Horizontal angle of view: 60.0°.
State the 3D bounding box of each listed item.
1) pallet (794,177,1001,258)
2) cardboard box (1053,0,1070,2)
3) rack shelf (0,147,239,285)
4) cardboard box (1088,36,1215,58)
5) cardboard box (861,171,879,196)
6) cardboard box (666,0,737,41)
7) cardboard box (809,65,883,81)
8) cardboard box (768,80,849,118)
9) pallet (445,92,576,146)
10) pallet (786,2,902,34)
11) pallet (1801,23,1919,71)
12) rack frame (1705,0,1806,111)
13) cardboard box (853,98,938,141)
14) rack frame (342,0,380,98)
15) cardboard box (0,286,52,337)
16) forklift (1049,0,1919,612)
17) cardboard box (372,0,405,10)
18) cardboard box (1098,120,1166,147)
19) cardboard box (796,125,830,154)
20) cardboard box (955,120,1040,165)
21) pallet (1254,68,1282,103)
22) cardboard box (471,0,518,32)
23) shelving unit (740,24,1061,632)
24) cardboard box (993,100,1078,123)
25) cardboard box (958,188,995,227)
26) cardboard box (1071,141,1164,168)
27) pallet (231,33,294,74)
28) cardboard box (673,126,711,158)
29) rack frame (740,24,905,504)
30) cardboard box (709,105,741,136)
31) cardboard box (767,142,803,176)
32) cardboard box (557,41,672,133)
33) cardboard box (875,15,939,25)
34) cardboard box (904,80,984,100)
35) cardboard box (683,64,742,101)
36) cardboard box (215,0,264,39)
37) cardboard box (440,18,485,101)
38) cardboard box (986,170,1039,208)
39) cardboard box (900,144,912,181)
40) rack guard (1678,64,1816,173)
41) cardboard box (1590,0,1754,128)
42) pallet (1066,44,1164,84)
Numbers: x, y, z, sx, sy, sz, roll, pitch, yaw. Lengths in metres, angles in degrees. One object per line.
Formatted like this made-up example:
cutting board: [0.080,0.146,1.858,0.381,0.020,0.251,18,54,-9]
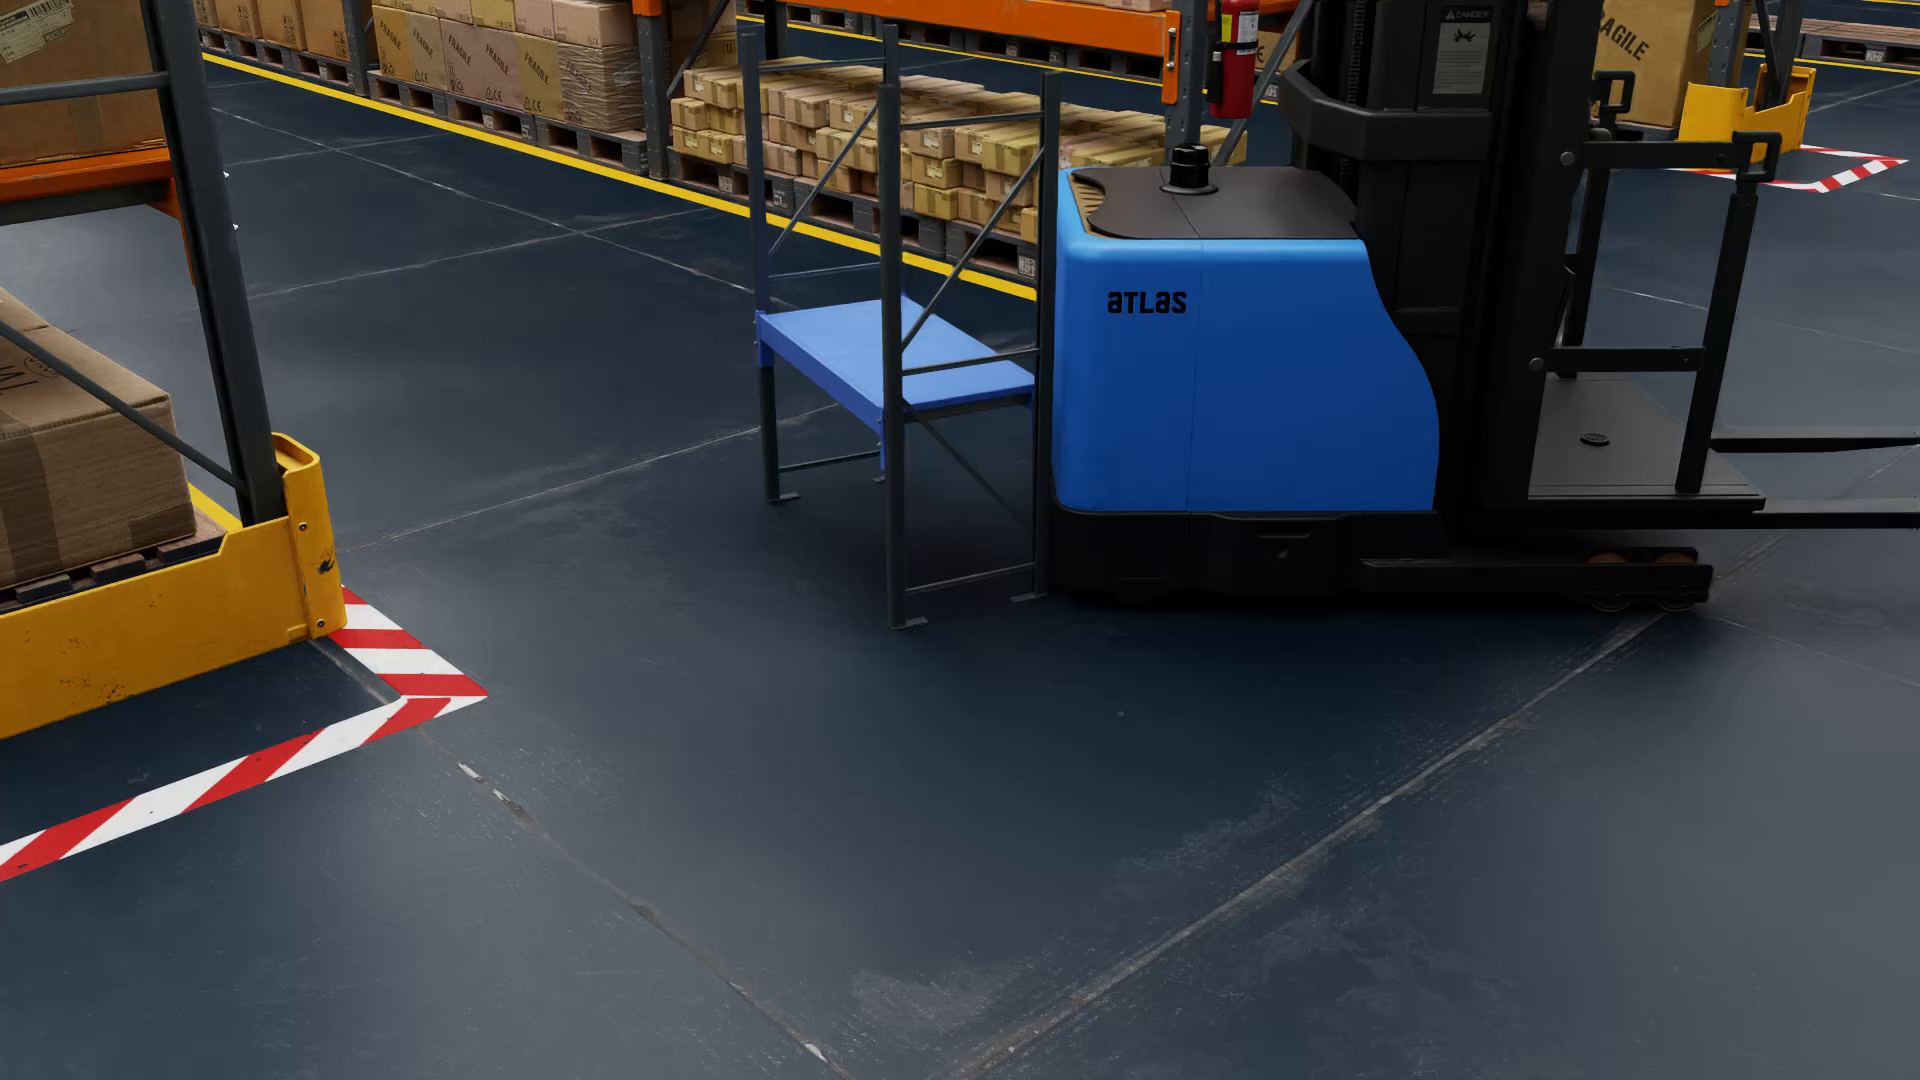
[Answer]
pallet: [-0.142,-1.830,9.008,1.003,0.211,1.213,-21,32,-38]
cardboard box: [0.515,-2.512,7.446,0.380,0.149,0.250,-22,32,-39]
rack shelf: [-3.642,-1.294,5.339,1.077,0.370,4.000,-21,32,-38]
cardboard box: [1.773,-4.451,13.447,1.225,0.875,0.875,-21,32,-38]
cardboard box: [-0.299,-1.915,8.763,0.380,0.149,0.250,-20,31,-37]
cardboard box: [-1.777,-3.356,10.594,0.500,0.250,0.500,22,33,39]
cardboard box: [-0.653,-2.653,9.664,0.380,0.149,0.250,-22,32,-39]
cardboard box: [-0.832,-2.428,9.171,0.380,0.149,0.250,-22,33,-40]
pallet: [-2.836,-2.999,11.569,1.003,0.211,1.213,-21,32,-38]
pallet: [-1.042,-5.219,16.436,1.003,0.211,1.213,-21,32,-38]
pallet: [8.039,-4.224,14.255,1.003,0.211,1.213,-21,32,-38]
rack frame: [4.959,-3.827,10.024,1.000,3.000,0.127,-21,32,-38]
cardboard box: [-0.331,-2.183,8.633,0.380,0.149,0.250,-21,32,-38]
rack frame: [-4.199,-4.874,12.320,1.000,3.000,0.127,-21,32,-38]
cardboard box: [-3.431,-0.487,5.285,0.875,0.438,0.875,-20,31,-37]
forklift: [1.777,-1.346,4.670,3.031,2.935,1.130,0,25,-1]
cardboard box: [-3.904,-3.991,11.987,0.500,0.250,0.500,22,32,39]
cardboard box: [0.883,-1.919,8.056,0.380,0.149,0.250,-21,32,-38]
cardboard box: [-0.666,-2.203,9.036,0.380,0.149,0.250,-19,31,-36]
cardboard box: [0.192,-1.935,8.089,0.250,0.149,0.380,22,33,40]
pallet: [2.687,-3.517,12.706,1.003,0.211,1.213,-21,32,-38]
cardboard box: [-2.872,-3.527,10.969,0.500,0.250,0.500,22,33,39]
shelving unit: [-0.196,-0.665,4.901,0.538,1.500,1.048,-11,27,-24]
cardboard box: [0.391,-2.170,8.606,0.380,0.149,0.250,-20,31,-37]
cardboard box: [0.211,-1.669,8.224,0.380,0.149,0.250,-21,32,-38]
cardboard box: [0.722,-1.703,7.582,0.380,0.149,0.250,-21,32,-38]
pallet: [-5.513,-4.235,14.279,1.003,0.211,1.213,-21,32,-38]
cardboard box: [-1.451,-2.355,9.726,0.250,0.149,0.380,22,33,40]
rack frame: [-0.419,-0.855,5.316,0.500,1.500,0.032,-11,27,-24]
cardboard box: [-1.212,-2.440,9.554,0.380,0.149,0.250,-21,32,-38]
cardboard box: [-0.851,-2.151,9.279,0.380,0.149,0.250,-22,33,-39]
cardboard box: [-2.155,-2.869,10.430,0.500,0.500,0.500,-22,32,-39]
cardboard box: [-0.053,-5.260,15.220,0.875,0.875,1.225,22,32,39]
cardboard box: [-0.087,-2.419,9.150,0.250,0.149,0.380,22,33,40]
cardboard box: [-1.381,-2.664,9.687,0.380,0.149,0.250,-20,31,-36]
cardboard box: [-5.787,-4.797,14.357,1.050,0.750,0.750,-21,32,-38]
cardboard box: [-3.201,-3.336,11.453,0.500,0.500,0.500,-22,33,-40]
cardboard box: [0.343,-1.715,7.967,0.250,0.149,0.380,22,33,40]
cardboard box: [-0.182,-1.952,8.484,0.380,0.149,0.250,-19,31,-36]
rack guard: [4.975,-2.682,10.527,1.175,0.500,0.348,-21,32,-38]
cardboard box: [4.463,-3.222,10.753,0.875,0.875,0.875,-21,32,-38]
pallet: [1.642,-3.982,13.725,1.003,0.211,1.213,-21,32,-38]
